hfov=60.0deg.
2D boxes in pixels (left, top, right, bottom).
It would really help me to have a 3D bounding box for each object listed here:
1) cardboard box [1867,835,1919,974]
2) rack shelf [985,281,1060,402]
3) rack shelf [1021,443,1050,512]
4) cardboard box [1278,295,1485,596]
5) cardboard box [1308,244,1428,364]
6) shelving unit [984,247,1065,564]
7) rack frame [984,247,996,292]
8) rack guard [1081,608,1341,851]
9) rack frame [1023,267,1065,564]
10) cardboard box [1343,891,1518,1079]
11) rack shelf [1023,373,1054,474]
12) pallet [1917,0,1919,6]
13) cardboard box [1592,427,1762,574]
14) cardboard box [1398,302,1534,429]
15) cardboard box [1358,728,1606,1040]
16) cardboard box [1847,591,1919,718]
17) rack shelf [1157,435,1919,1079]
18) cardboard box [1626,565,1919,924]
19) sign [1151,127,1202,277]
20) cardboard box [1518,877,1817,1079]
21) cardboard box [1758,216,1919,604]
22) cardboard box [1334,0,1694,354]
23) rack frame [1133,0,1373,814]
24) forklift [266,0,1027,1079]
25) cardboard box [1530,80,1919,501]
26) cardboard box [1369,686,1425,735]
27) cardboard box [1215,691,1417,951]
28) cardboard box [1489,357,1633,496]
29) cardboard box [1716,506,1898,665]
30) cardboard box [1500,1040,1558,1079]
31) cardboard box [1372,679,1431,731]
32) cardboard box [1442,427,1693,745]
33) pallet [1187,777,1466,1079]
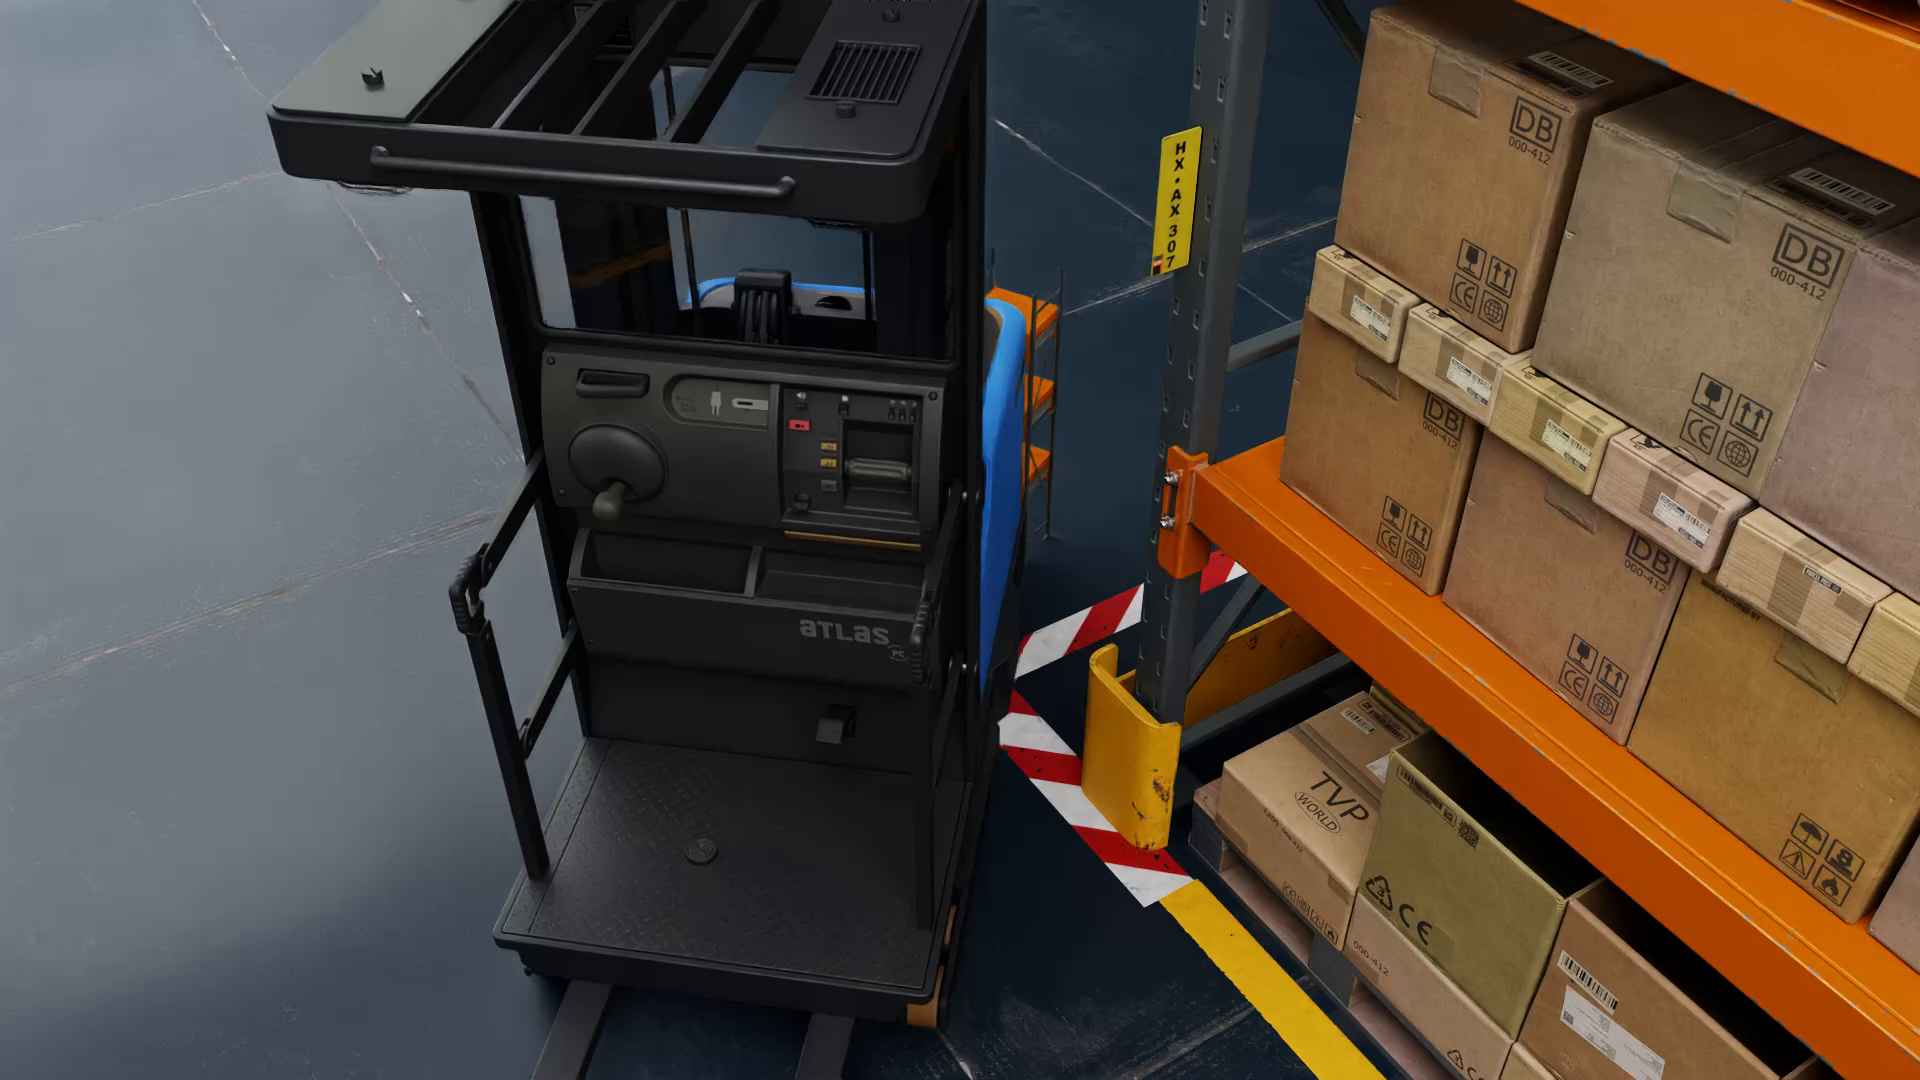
[{"bbox_3d":[2.004,0.514,2.712,0.700,0.500,0.500,-21,44,-23],"label":"cardboard box"},{"bbox_3d":[0.162,-0.628,5.253,0.240,0.259,0.215,20,43,23],"label":"rack shelf"},{"bbox_3d":[0.155,-0.190,5.604,0.240,0.259,0.215,20,43,23],"label":"rack shelf"},{"bbox_3d":[1.169,-0.321,3.713,0.700,0.500,0.500,-22,45,-24],"label":"cardboard box"},{"bbox_3d":[0.958,-0.540,3.470,0.380,0.149,0.250,-23,45,-25],"label":"cardboard box"},{"bbox_3d":[0.158,-0.415,5.424,0.252,1.050,0.215,20,43,23],"label":"shelving unit"},{"bbox_3d":[0.053,-0.454,5.471,0.008,1.050,0.200,20,43,23],"label":"rack frame"},{"bbox_3d":[0.916,0.409,4.869,1.175,0.500,0.348,-22,45,-24],"label":"rack guard"},{"bbox_3d":[0.264,-0.376,5.377,0.008,1.050,0.200,20,43,23],"label":"rack frame"},{"bbox_3d":[1.301,0.991,4.037,0.500,0.250,0.500,-22,45,-24],"label":"cardboard box"},{"bbox_3d":[0.158,-0.407,5.430,0.240,0.259,0.215,20,43,23],"label":"rack shelf"},{"bbox_3d":[1.947,-0.607,1.861,1.003,0.211,1.213,-22,45,-24],"label":"pallet"},{"bbox_3d":[1.369,-0.127,2.974,0.380,0.149,0.250,-23,45,-25],"label":"cardboard box"},{"bbox_3d":[1.102,-0.399,3.300,0.380,0.149,0.250,-23,45,-25],"label":"cardboard box"},{"bbox_3d":[1.300,0.704,3.796,0.500,0.500,0.500,-22,45,-24],"label":"cardboard box"},{"bbox_3d":[1.652,0.154,2.637,0.380,0.149,0.250,-23,45,-25],"label":"cardboard box"},{"bbox_3d":[2.004,0.817,2.988,1.077,0.370,4.000,-22,45,-24],"label":"rack shelf"},{"bbox_3d":[1.717,0.231,3.051,0.700,0.500,0.500,-22,45,-24],"label":"cardboard box"},{"bbox_3d":[0.457,-0.714,3.525,0.100,0.325,0.005,-22,45,-24],"label":"sign"},{"bbox_3d":[1.579,0.969,3.478,0.500,0.500,0.500,-22,45,-24],"label":"cardboard box"},{"bbox_3d":[1.756,-0.237,2.599,0.700,0.500,0.500,-22,45,-24],"label":"cardboard box"},{"bbox_3d":[1.197,-0.790,3.264,0.700,0.500,0.500,-22,45,-24],"label":"cardboard box"},{"bbox_3d":[0.929,-0.539,4.053,1.000,3.000,0.127,-22,45,-24],"label":"rack frame"},{"bbox_3d":[-0.530,-0.133,3.620,1.130,2.935,3.031,6,40,7],"label":"forklift"},{"bbox_3d":[1.485,-0.508,2.925,0.700,0.500,0.500,-23,45,-25],"label":"cardboard box"},{"bbox_3d":[1.466,0.544,4.574,0.500,0.250,0.500,-22,45,-24],"label":"cardboard box"},{"bbox_3d":[1.029,0.723,4.360,0.500,0.250,0.500,-22,45,-24],"label":"cardboard box"},{"bbox_3d":[1.235,-0.264,3.138,0.380,0.149,0.250,-22,45,-24],"label":"cardboard box"},{"bbox_3d":[1.514,0.016,2.802,0.380,0.149,0.250,-24,45,-26],"label":"cardboard box"},{"bbox_3d":[1.570,1.261,3.713,0.500,0.250,0.500,-22,45,-24],"label":"cardboard box"},{"bbox_3d":[1.468,0.255,4.334,0.500,0.500,0.500,-22,45,-24],"label":"cardboard box"},{"bbox_3d":[1.455,-0.039,3.375,0.700,0.500,0.500,-21,44,-23],"label":"cardboard box"},{"bbox_3d":[1.375,0.931,4.468,1.003,0.211,1.213,-22,45,-24],"label":"pallet"}]
